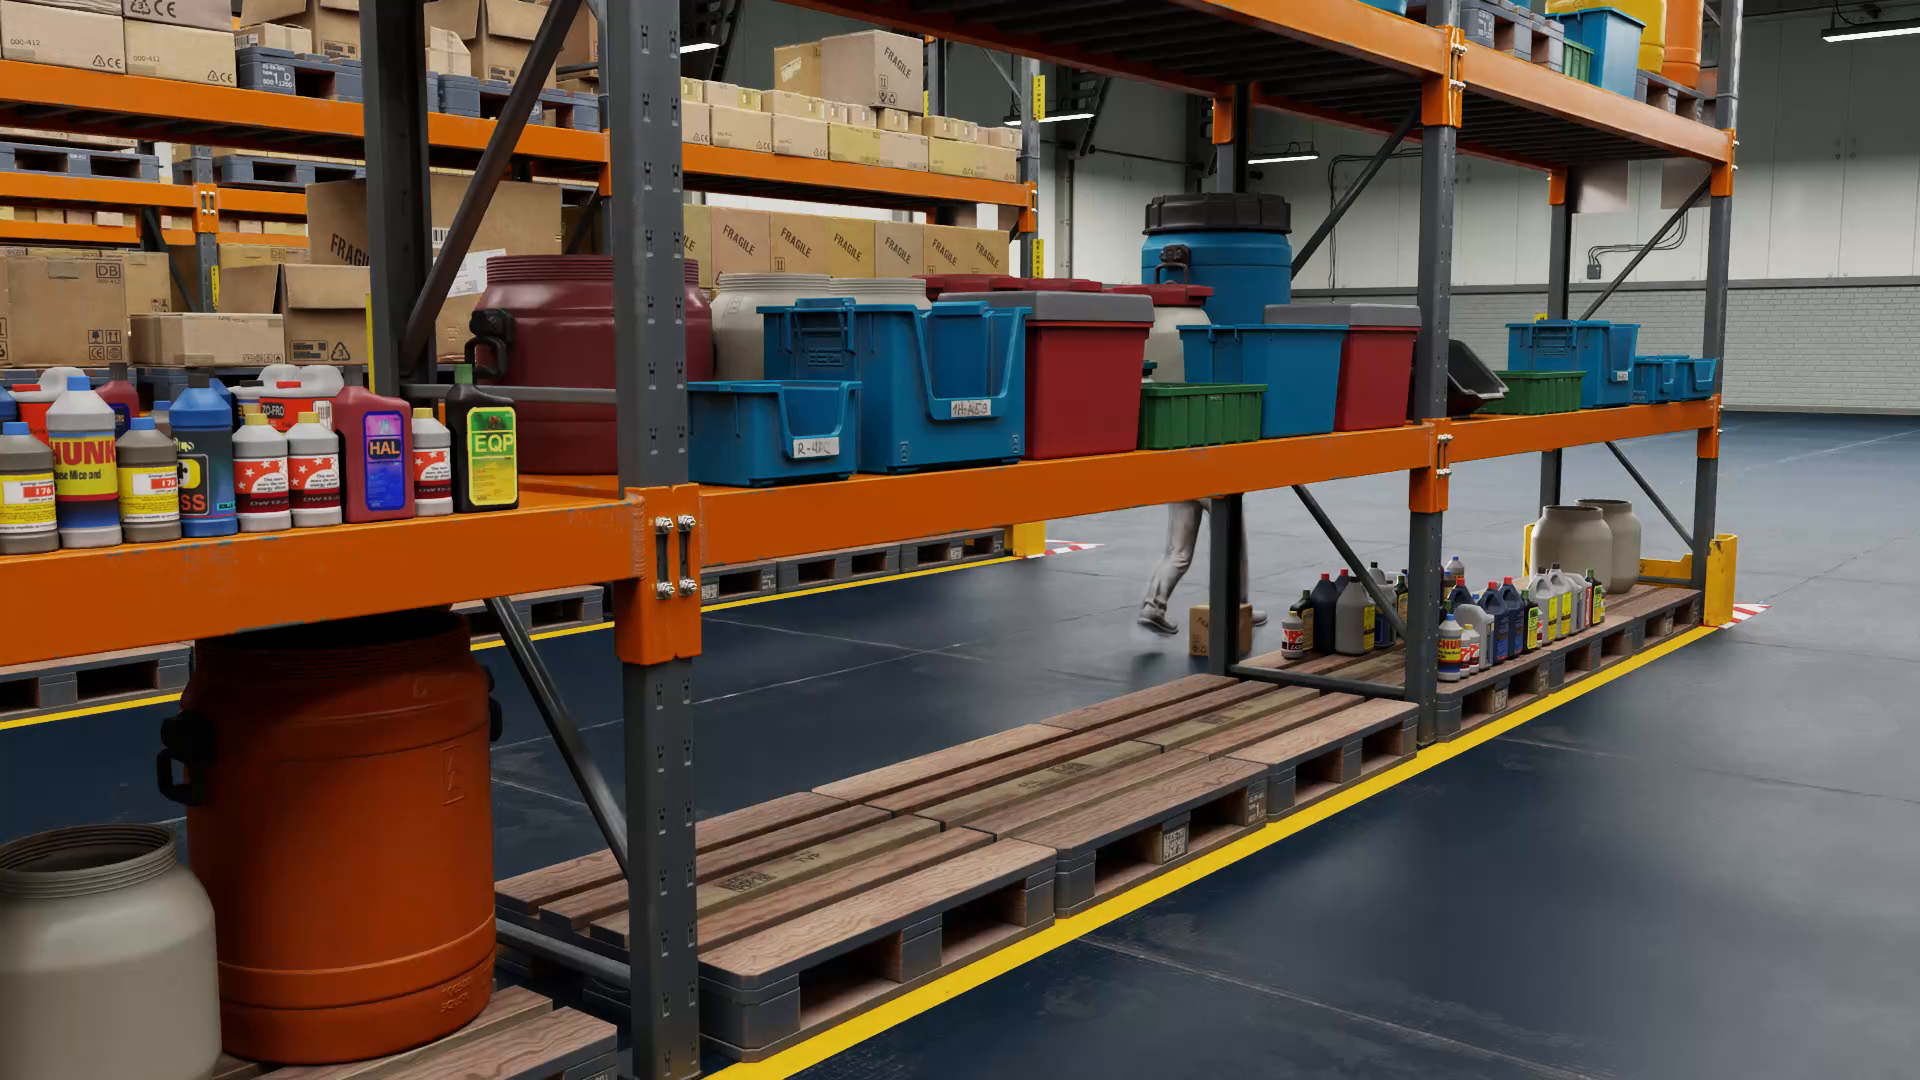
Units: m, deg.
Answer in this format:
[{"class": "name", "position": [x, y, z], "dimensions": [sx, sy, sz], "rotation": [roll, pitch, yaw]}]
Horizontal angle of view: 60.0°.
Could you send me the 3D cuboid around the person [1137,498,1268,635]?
[{"class": "person", "position": [1.314, -0.283, 9.065], "dimensions": [0.513, 1.625, 1.050], "rotation": [6, 9, 39]}]
